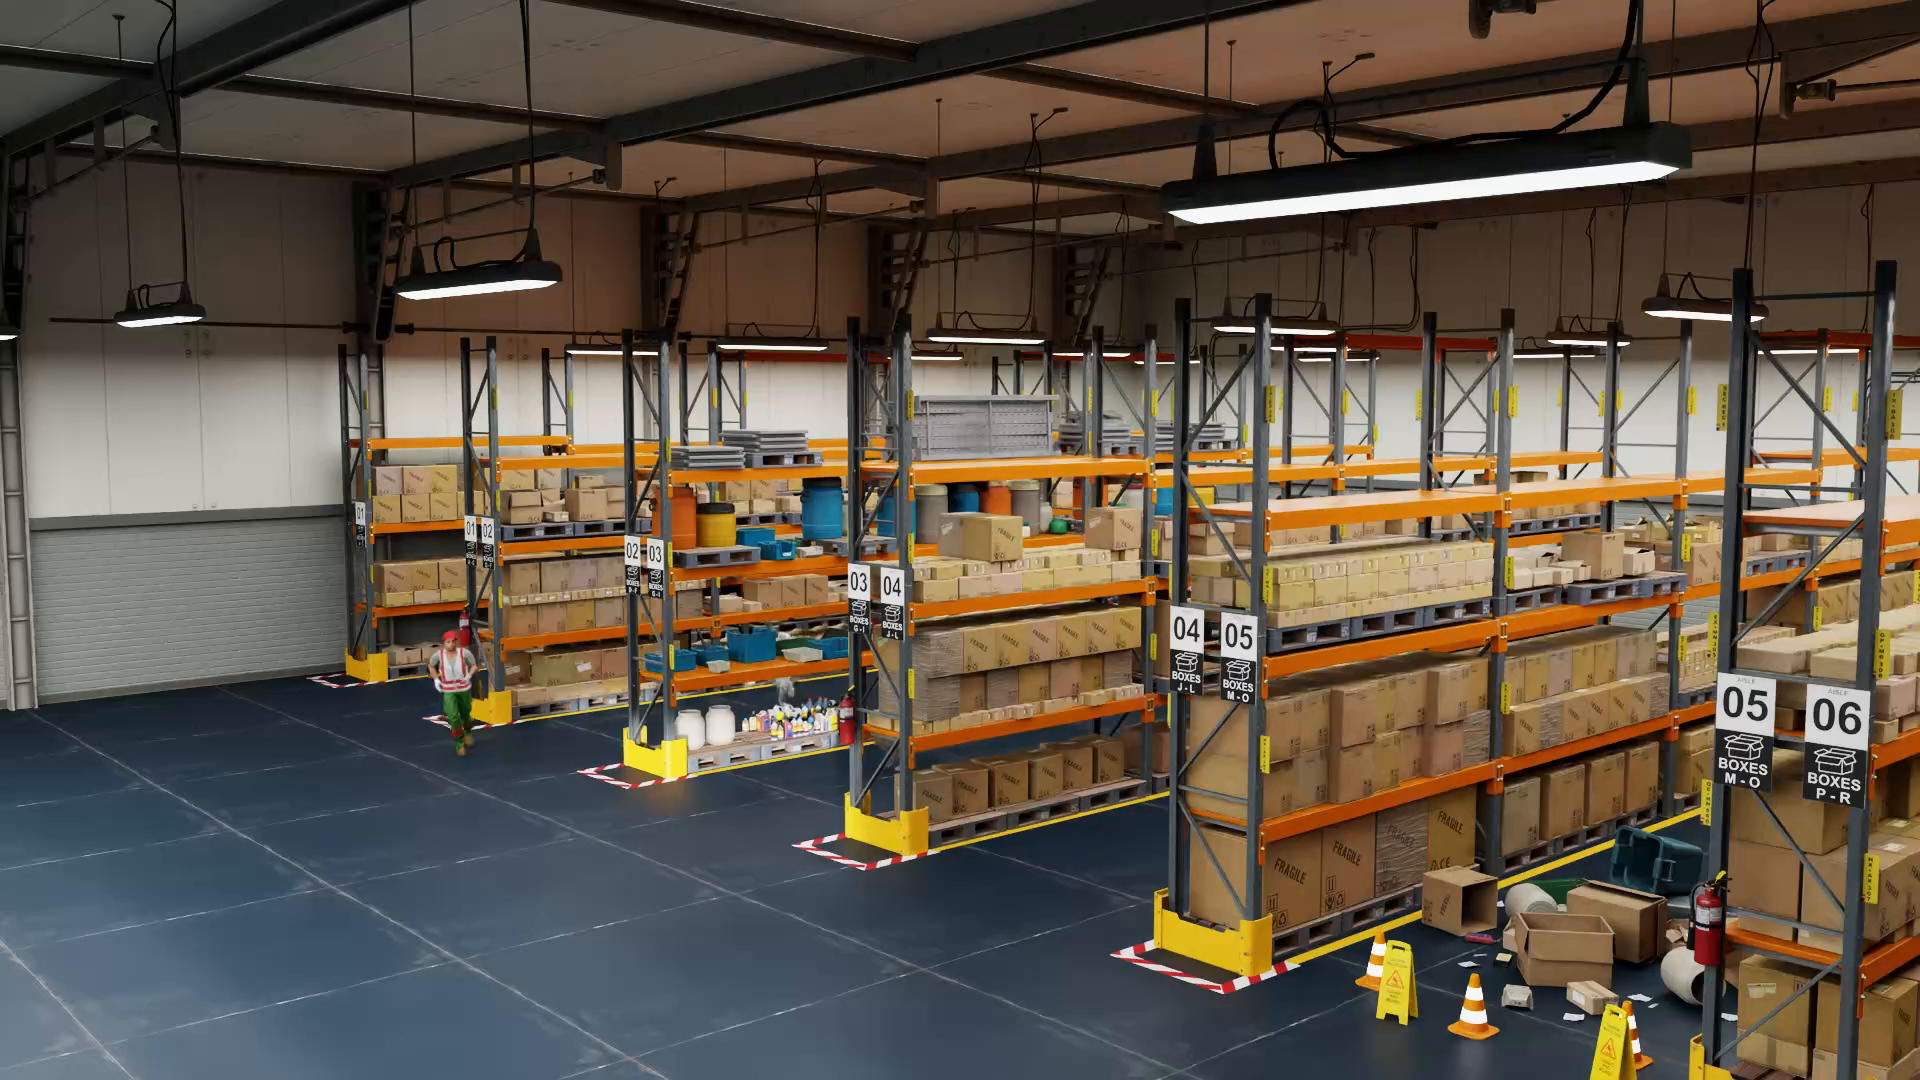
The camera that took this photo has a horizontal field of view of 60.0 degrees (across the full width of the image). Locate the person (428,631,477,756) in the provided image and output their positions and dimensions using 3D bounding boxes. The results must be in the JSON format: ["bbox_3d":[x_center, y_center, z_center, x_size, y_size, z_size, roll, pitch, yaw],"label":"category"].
[{"bbox_3d":[-7.227,2.147,23.722,0.675,1.758,0.885,-1,5,-12],"label":"person"}]

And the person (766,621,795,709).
[{"bbox_3d":[-2.951,2.014,27.103,0.635,1.482,0.863,1,5,15],"label":"person"}]

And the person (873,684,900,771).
[{"bbox_3d":[-0.908,2.314,22.367,0.639,1.677,0.801,4,6,35],"label":"person"}]
